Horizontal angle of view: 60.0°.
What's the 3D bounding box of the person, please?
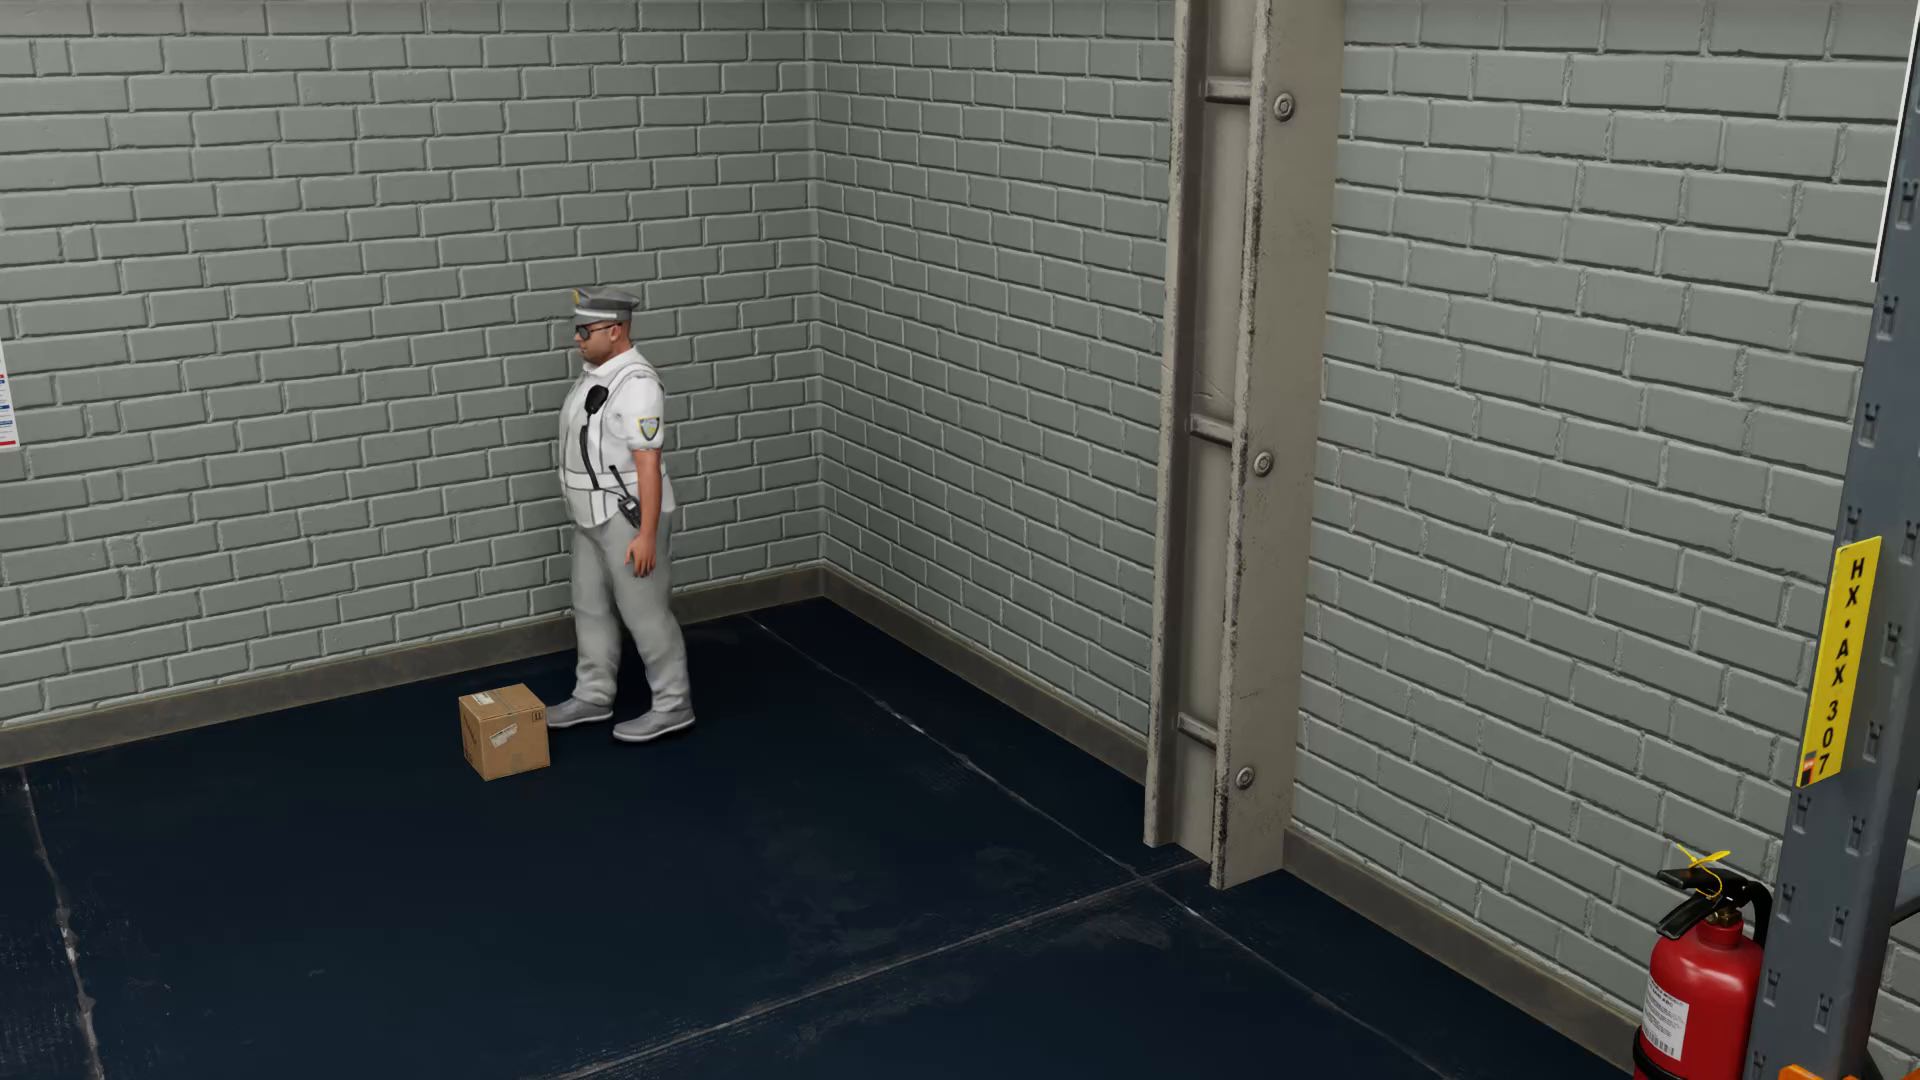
[{"bbox_3d":[-1.344,-0.082,6.256,0.560,1.750,0.561,-12,21,-32],"label":"person"}]
